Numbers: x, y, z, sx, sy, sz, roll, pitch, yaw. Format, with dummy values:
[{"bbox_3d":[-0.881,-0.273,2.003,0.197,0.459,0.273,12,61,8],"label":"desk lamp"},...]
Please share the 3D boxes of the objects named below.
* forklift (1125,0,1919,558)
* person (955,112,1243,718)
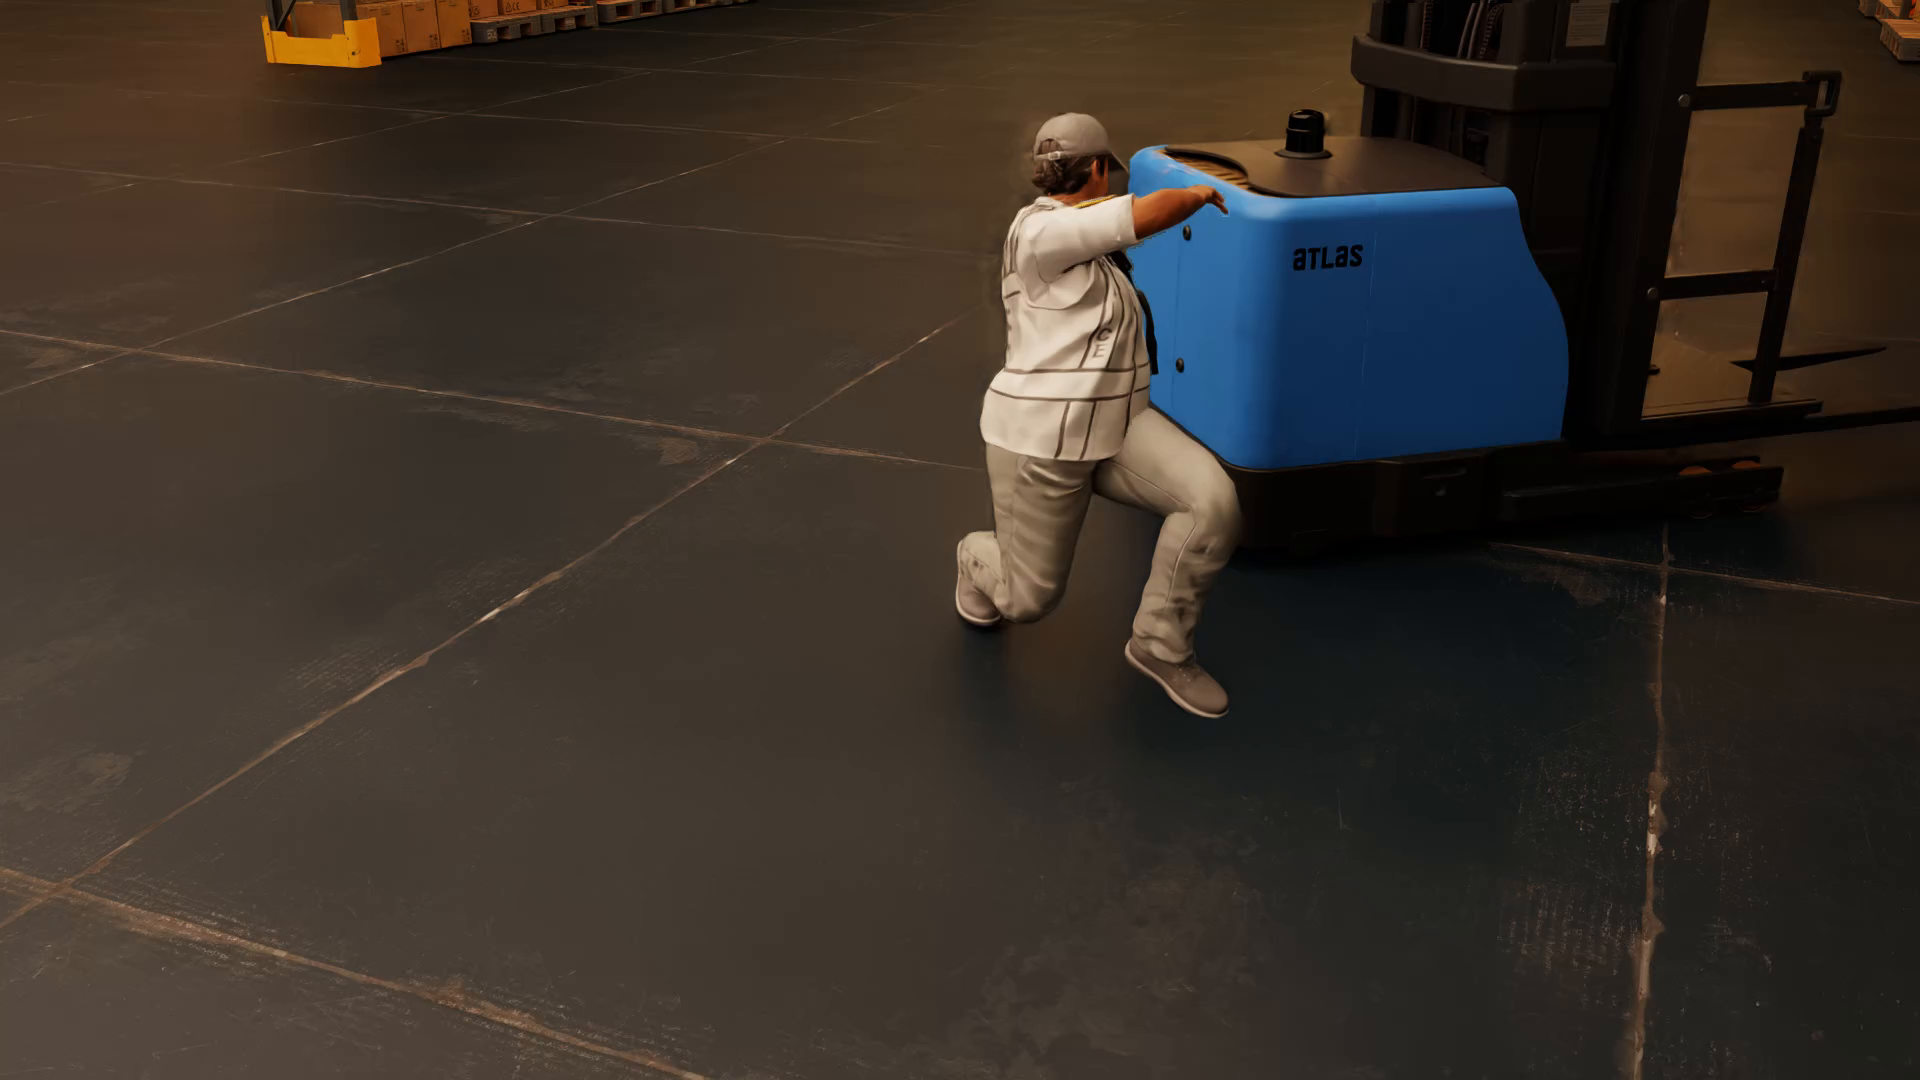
[{"bbox_3d":[2.104,-1.606,5.136,3.031,2.935,1.130,-6,24,-15],"label":"forklift"},{"bbox_3d":[0.413,-0.373,4.217,0.950,1.387,0.852,19,29,37],"label":"person"}]
